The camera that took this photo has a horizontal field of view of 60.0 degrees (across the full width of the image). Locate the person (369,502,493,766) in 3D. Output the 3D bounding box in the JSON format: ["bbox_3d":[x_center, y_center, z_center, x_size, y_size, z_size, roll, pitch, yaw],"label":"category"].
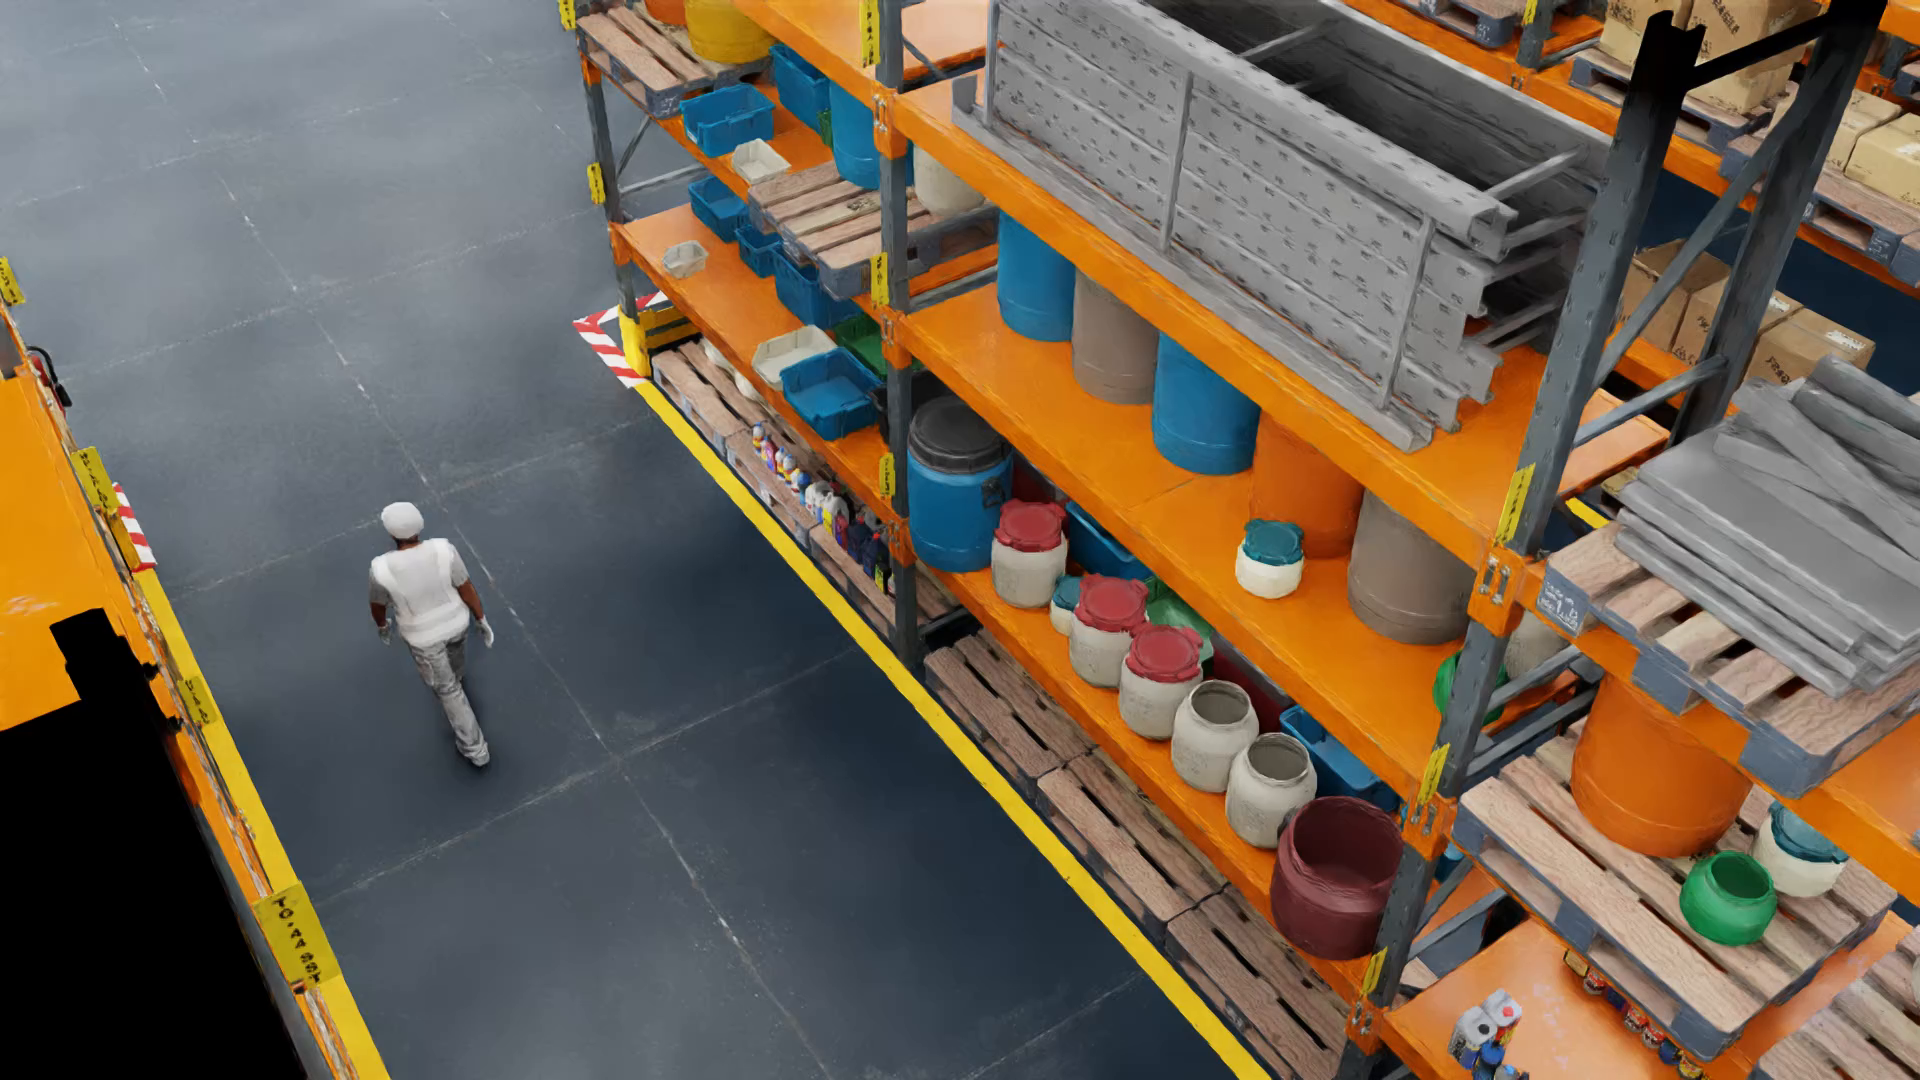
[{"bbox_3d":[-3.186,0.474,9.969,0.579,1.732,1.042,-26,48,-25],"label":"person"}]
